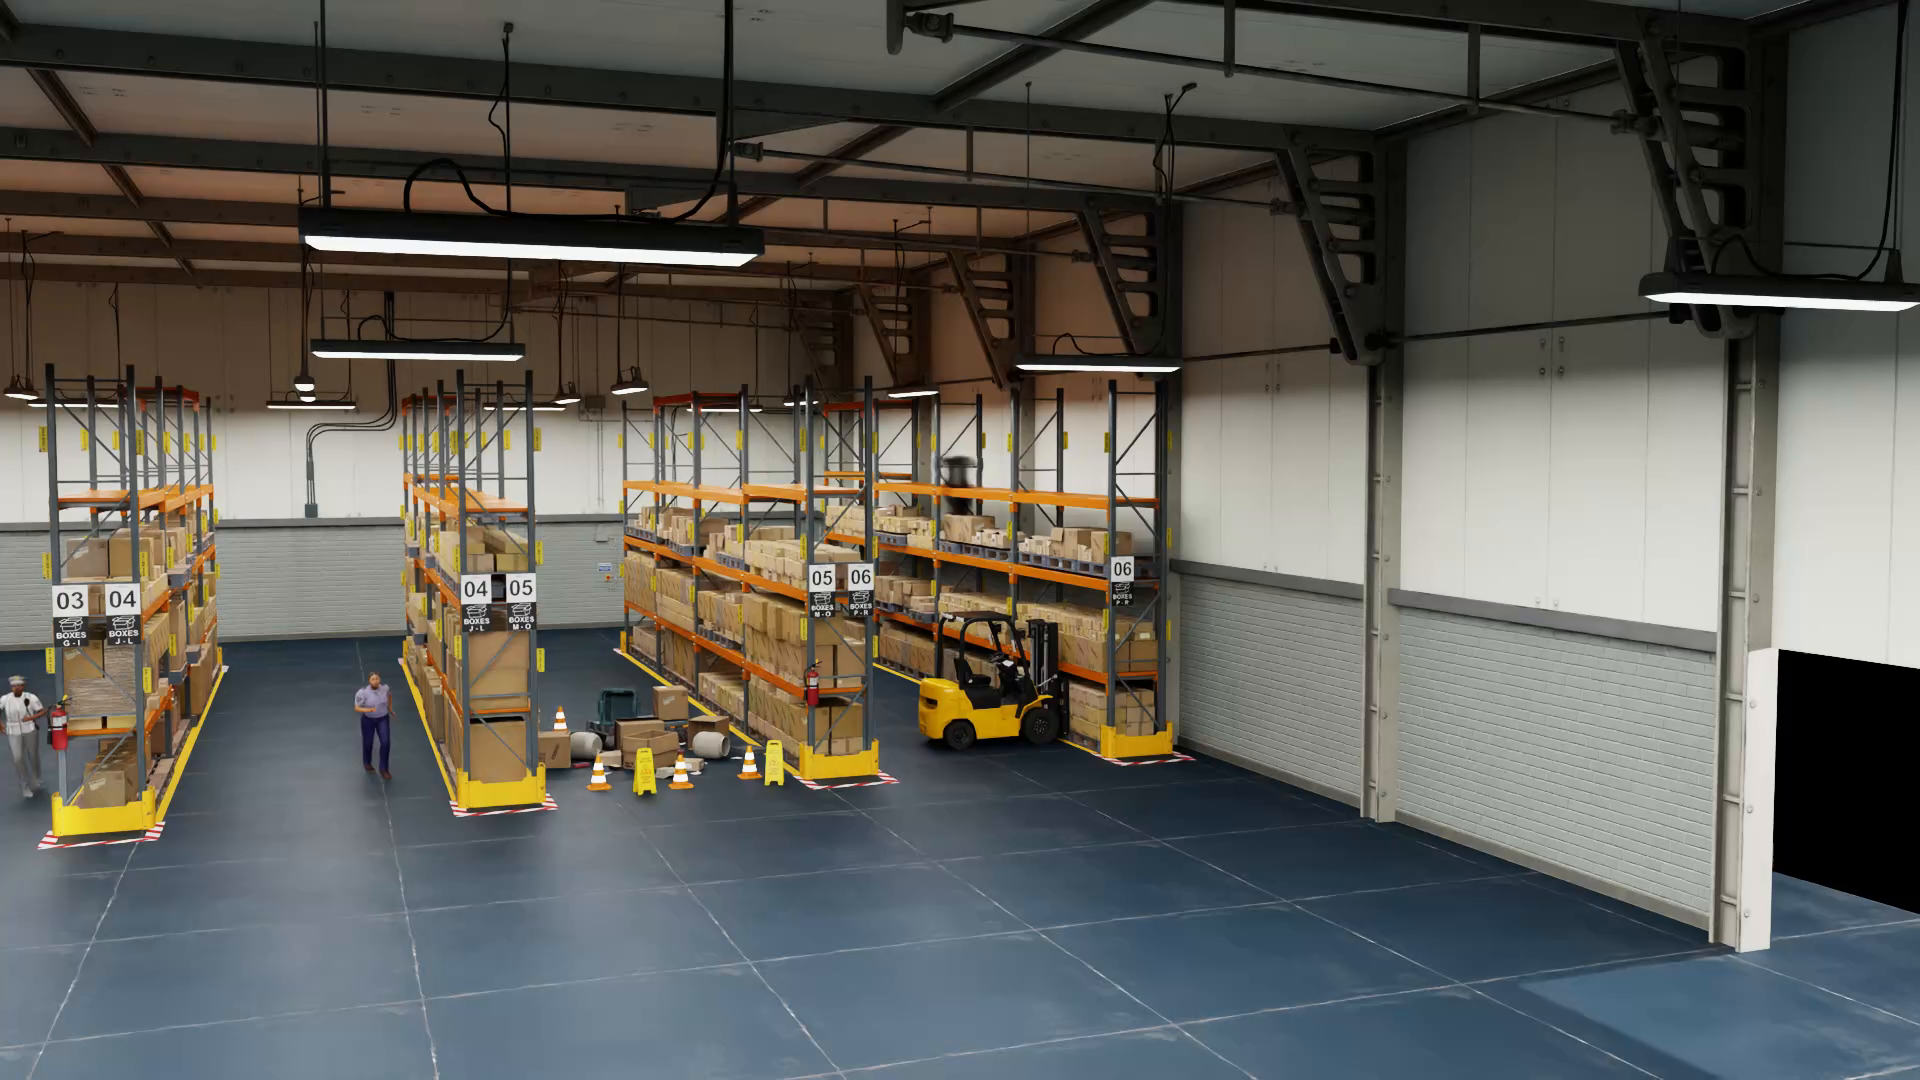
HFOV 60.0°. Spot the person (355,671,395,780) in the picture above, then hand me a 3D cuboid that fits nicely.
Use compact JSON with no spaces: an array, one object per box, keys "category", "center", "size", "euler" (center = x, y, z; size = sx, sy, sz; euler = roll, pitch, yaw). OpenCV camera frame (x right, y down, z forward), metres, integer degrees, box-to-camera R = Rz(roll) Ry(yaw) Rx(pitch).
[{"category":"person","center":[-8.761,2.750,24.899],"size":[0.601,1.626,0.948],"euler":[-2,4,-26]}]

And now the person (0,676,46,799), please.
[{"category":"person","center":[-13.388,2.775,23.689],"size":[0.650,1.725,0.819],"euler":[-2,4,-24]}]
